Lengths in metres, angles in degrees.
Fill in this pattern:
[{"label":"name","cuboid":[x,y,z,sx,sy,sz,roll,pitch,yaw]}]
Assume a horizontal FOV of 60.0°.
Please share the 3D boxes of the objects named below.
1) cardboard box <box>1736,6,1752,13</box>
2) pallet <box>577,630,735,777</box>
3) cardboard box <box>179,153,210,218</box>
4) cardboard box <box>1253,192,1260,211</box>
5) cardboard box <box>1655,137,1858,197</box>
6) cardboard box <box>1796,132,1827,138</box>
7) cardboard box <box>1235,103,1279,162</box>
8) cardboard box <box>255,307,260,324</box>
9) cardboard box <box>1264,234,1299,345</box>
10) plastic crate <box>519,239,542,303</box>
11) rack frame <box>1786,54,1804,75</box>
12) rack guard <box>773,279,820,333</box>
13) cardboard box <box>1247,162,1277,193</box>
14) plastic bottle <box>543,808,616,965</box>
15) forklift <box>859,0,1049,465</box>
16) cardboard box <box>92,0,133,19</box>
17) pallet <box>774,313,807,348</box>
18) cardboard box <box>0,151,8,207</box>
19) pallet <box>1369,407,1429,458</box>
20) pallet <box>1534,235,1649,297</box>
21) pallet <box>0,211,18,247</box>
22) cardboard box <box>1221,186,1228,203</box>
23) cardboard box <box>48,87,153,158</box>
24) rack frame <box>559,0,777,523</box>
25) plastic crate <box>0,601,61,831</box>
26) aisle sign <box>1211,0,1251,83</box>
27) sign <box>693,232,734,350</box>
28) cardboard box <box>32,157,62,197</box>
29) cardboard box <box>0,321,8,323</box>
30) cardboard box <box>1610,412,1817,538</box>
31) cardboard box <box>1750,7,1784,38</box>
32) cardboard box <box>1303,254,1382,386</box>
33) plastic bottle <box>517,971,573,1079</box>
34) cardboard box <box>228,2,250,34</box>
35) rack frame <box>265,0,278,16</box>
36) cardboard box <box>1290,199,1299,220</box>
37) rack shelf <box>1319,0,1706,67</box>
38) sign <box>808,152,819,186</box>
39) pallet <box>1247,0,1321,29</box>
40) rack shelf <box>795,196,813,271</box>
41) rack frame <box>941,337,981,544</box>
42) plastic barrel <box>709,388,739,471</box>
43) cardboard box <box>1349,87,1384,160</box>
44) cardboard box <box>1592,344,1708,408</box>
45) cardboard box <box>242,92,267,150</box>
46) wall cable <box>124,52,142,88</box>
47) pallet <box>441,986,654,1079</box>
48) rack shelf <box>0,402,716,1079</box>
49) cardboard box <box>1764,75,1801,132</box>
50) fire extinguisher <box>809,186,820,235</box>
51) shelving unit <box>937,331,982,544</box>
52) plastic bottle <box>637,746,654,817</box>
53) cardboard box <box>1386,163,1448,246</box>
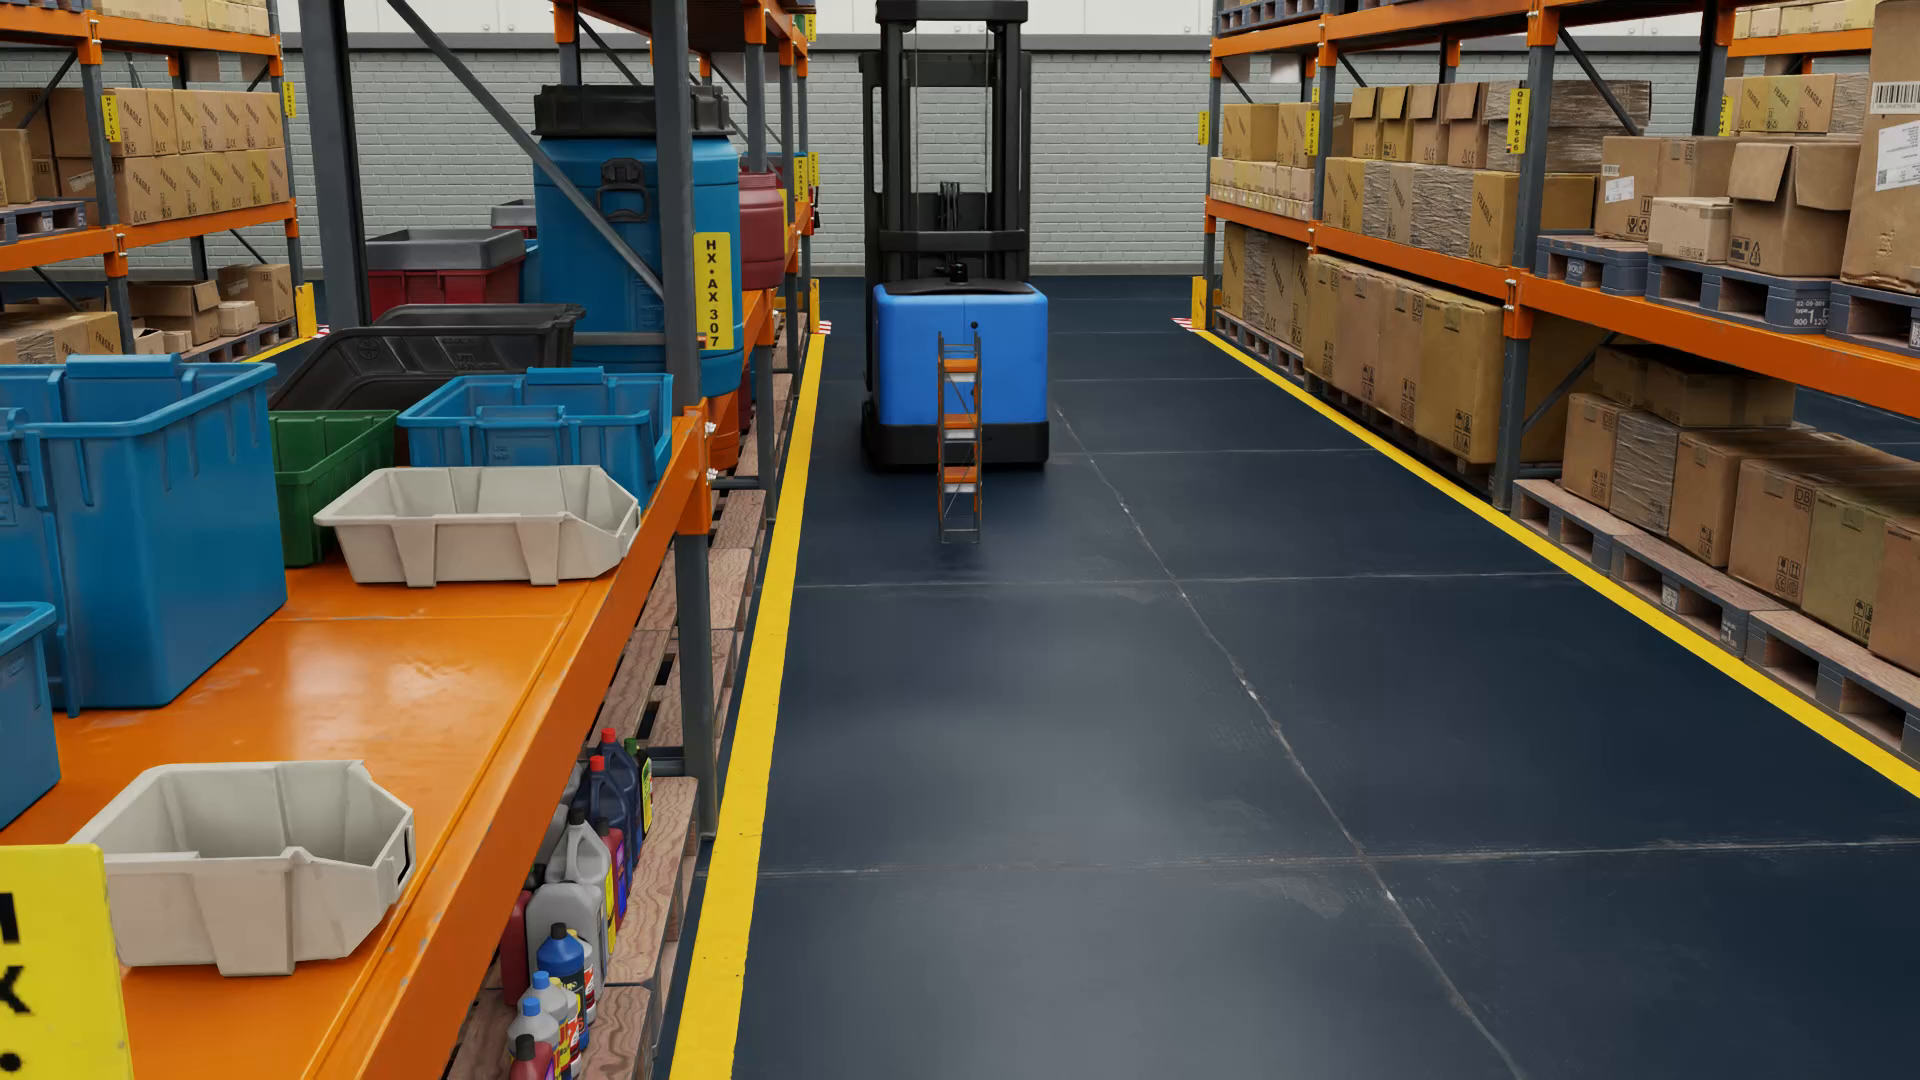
[{"label":"cardboard box","cuboid":[7.686,-5.175,15.896,0.500,0.250,0.500,-1,14,-3]},{"label":"pallet","cuboid":[-1.327,0.600,5.771,1.003,0.211,1.213,-1,14,-3]},{"label":"cardboard box","cuboid":[-6.502,-2.901,13.581,0.500,0.500,0.500,-1,14,-4]},{"label":"cardboard box","cuboid":[2.768,-2.954,14.492,0.380,0.149,0.250,-1,14,-3]},{"label":"cardboard box","cuboid":[3.664,-1.608,7.713,0.700,0.500,0.500,1,14,5]},{"label":"cardboard box","cuboid":[7.784,-3.363,14.781,0.500,0.500,0.500,-1,14,-5]},{"label":"cardboard box","cuboid":[2.790,-3.675,14.988,0.500,0.500,0.500,-1,14,-5]},{"label":"cardboard box","cuboid":[-6.712,-2.072,15.363,0.380,0.166,0.250,-1,14,-3]},{"label":"cardboard box","cuboid":[3.192,-2.186,14.422,0.875,0.875,0.875,-1,14,-3]},{"label":"plastic crate","cuboid":[-1.618,-0.818,5.717,0.392,0.384,0.575,-1,14,-3]},{"label":"rack frame","cuboid":[7.917,-3.668,16.763,1.000,3.000,0.127,-1,14,-3]},{"label":"rack guard","cuboid":[-1.997,-2.335,16.600,1.175,0.500,0.348,-1,14,-3]},{"label":"cardboard box","cuboid":[2.825,-3.181,14.573,0.500,0.250,0.500,-1,14,-5]},{"label":"plastic bottle","cuboid":[-0.880,0.798,3.839,0.144,0.351,0.185,-1,14,-4]},{"label":"forklift","cuboid":[-0.107,-2.187,11.146,1.130,2.935,3.031,-1,14,-5]},{"label":"cardboard box","cuboid":[-6.462,-3.975,12.236,0.500,0.250,0.500,-1,14,-3]},{"label":"pallet","cuboid":[-1.970,-1.984,15.814,1.003,0.211,1.213,-1,14,-3]},{"label":"cardboard box","cuboid":[-6.767,-2.430,10.909,0.700,0.500,0.500,1,14,5]},{"label":"pallet","cuboid":[3.410,-0.777,11.121,1.003,0.211,1.213,-1,14,-3]},{"label":"pallet","cuboid":[3.607,-1.359,8.172,1.213,0.211,1.003,-1,14,-3]},{"label":"pallet","cuboid":[-6.556,-1.866,10.143,1.003,0.211,1.213,-1,14,-3]},{"label":"cardboard box","cuboid":[2.687,-3.274,15.736,0.380,0.149,0.250,-1,14,-5]},{"label":"cardboard box","cuboid":[-6.427,-3.124,12.442,0.500,0.500,0.500,-1,14,-2]},{"label":"rack frame","cuboid":[-1.487,-1.551,8.533,1.000,3.000,0.127,-1,14,-3]},{"label":"plastic crate","cuboid":[-1.356,0.229,1.913,0.499,0.251,0.408,-1,14,-3]},{"label":"aisle sign","cuboid":[2.657,-4.889,16.291,0.394,0.787,0.004,-1,14,-3]},{"label":"sign","cuboid":[-0.689,-0.696,4.655,0.100,0.325,0.005,-1,14,-3]},{"label":"cardboard box","cuboid":[-6.966,-2.639,12.562,0.500,0.500,0.500,-1,14,-3]},{"label":"cardboard box","cuboid":[-6.848,-1.216,11.366,0.500,0.500,0.500,-1,14,-3]},{"label":"cardboard box","cuboid":[3.565,-0.326,7.905,0.700,0.500,0.500,-2,15,-8]},{"label":"cardboard box","cuboid":[7.718,-4.802,15.450,0.500,0.250,0.500,0,14,-2]},{"label":"cardboard box","cuboid":[3.268,-1.637,12.292,1.225,0.875,0.875,-1,14,-3]},{"label":"plastic bottle","cuboid":[-0.820,0.981,3.285,0.097,0.271,0.097,0,14,0]},{"label":"cardboard box","cuboid":[-6.612,-4.597,14.653,0.500,0.250,0.500,-1,14,-3]},{"label":"rack frame","cuboid":[-6.927,-6.370,15.225,1.000,3.000,0.127,-1,14,-3]},{"label":"cardboard box","cuboid":[2.847,-2.635,13.253,0.380,0.149,0.250,-1,14,-2]},{"label":"rack shelf","cuboid":[3.333,-3.229,10.480,1.077,0.370,4.000,-1,14,-3]},{"label":"sign","cuboid":[-1.435,-3.632,16.295,0.100,0.325,0.005,-1,14,-3]},{"label":"pallet","cuboid":[3.096,-4.538,14.302,1.003,0.211,1.213,-1,14,-3]},{"label":"rack shelf","cuboid":[-1.859,-2.694,14.423,1.077,0.370,4.000,-1,14,-3]},{"label":"rack frame","cuboid":[0.004,-0.491,8.329,0.200,1.050,0.008,-1,14,-3]},{"label":"plastic barrel","cuboid":[-1.534,-0.824,9.223,0.600,0.830,0.708,-1,14,-3]},{"label":"cardboard box","cuboid":[3.256,-2.997,11.943,0.797,0.503,0.637,-1,14,-5]},{"label":"cardboard box","cuboid":[3.528,-0.827,8.348,0.500,0.250,0.500,0,14,-1]},{"label":"cardboard box","cuboid":[-6.593,-3.765,14.934,0.500,0.500,0.500,0,14,-2]},{"label":"wall cable","cuboid":[-11.864,-6.201,20.800,3.097,2.526,0.112,-1,14,-3]},{"label":"pallet","cuboid":[-1.161,1.266,3.181,1.003,0.211,1.213,-1,14,-3]},{"label":"rack shelf","cuboid":[-1.115,0.290,2.823,1.077,0.370,4.000,-1,14,-3]},{"label":"cardboard box","cuboid":[7.728,-3.974,15.148,0.500,0.500,0.500,-1,14,-5]},{"label":"fire extinguisher","cuboid":[-1.538,-3.367,16.495,0.296,0.674,0.183,-1,14,-3]},{"label":"shelving unit","cuboid":[-0.003,-0.522,8.447,0.215,1.050,0.252,-1,14,-3]},{"label":"plastic bottle","cuboid":[-0.906,0.672,4.629,0.097,0.201,0.097,0,14,0]},{"label":"cardboard box","cuboid":[3.088,-2.174,10.756,0.500,0.500,0.500,-1,14,-2]}]
